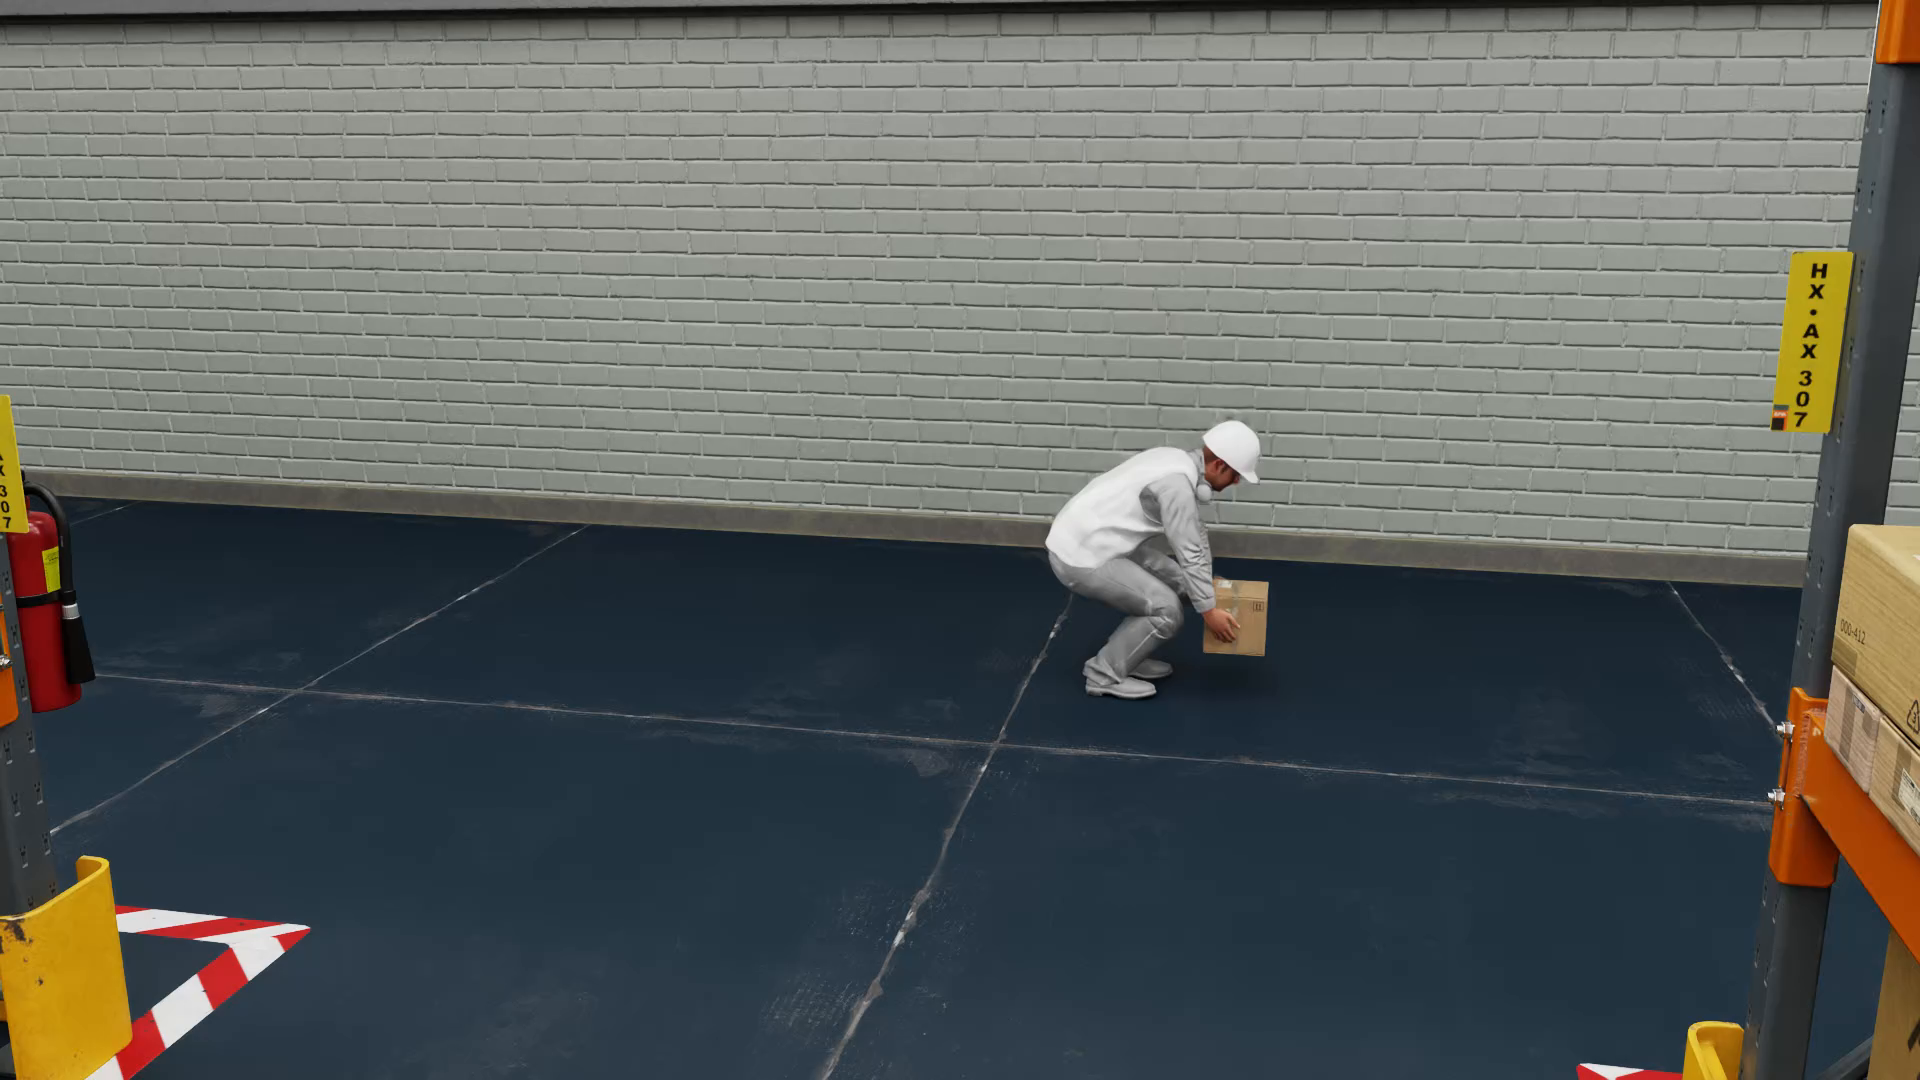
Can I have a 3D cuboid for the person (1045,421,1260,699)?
[{"bbox_3d":[0.803,0.059,6.986,0.861,1.147,0.560,3,15,11],"label":"person"}]
